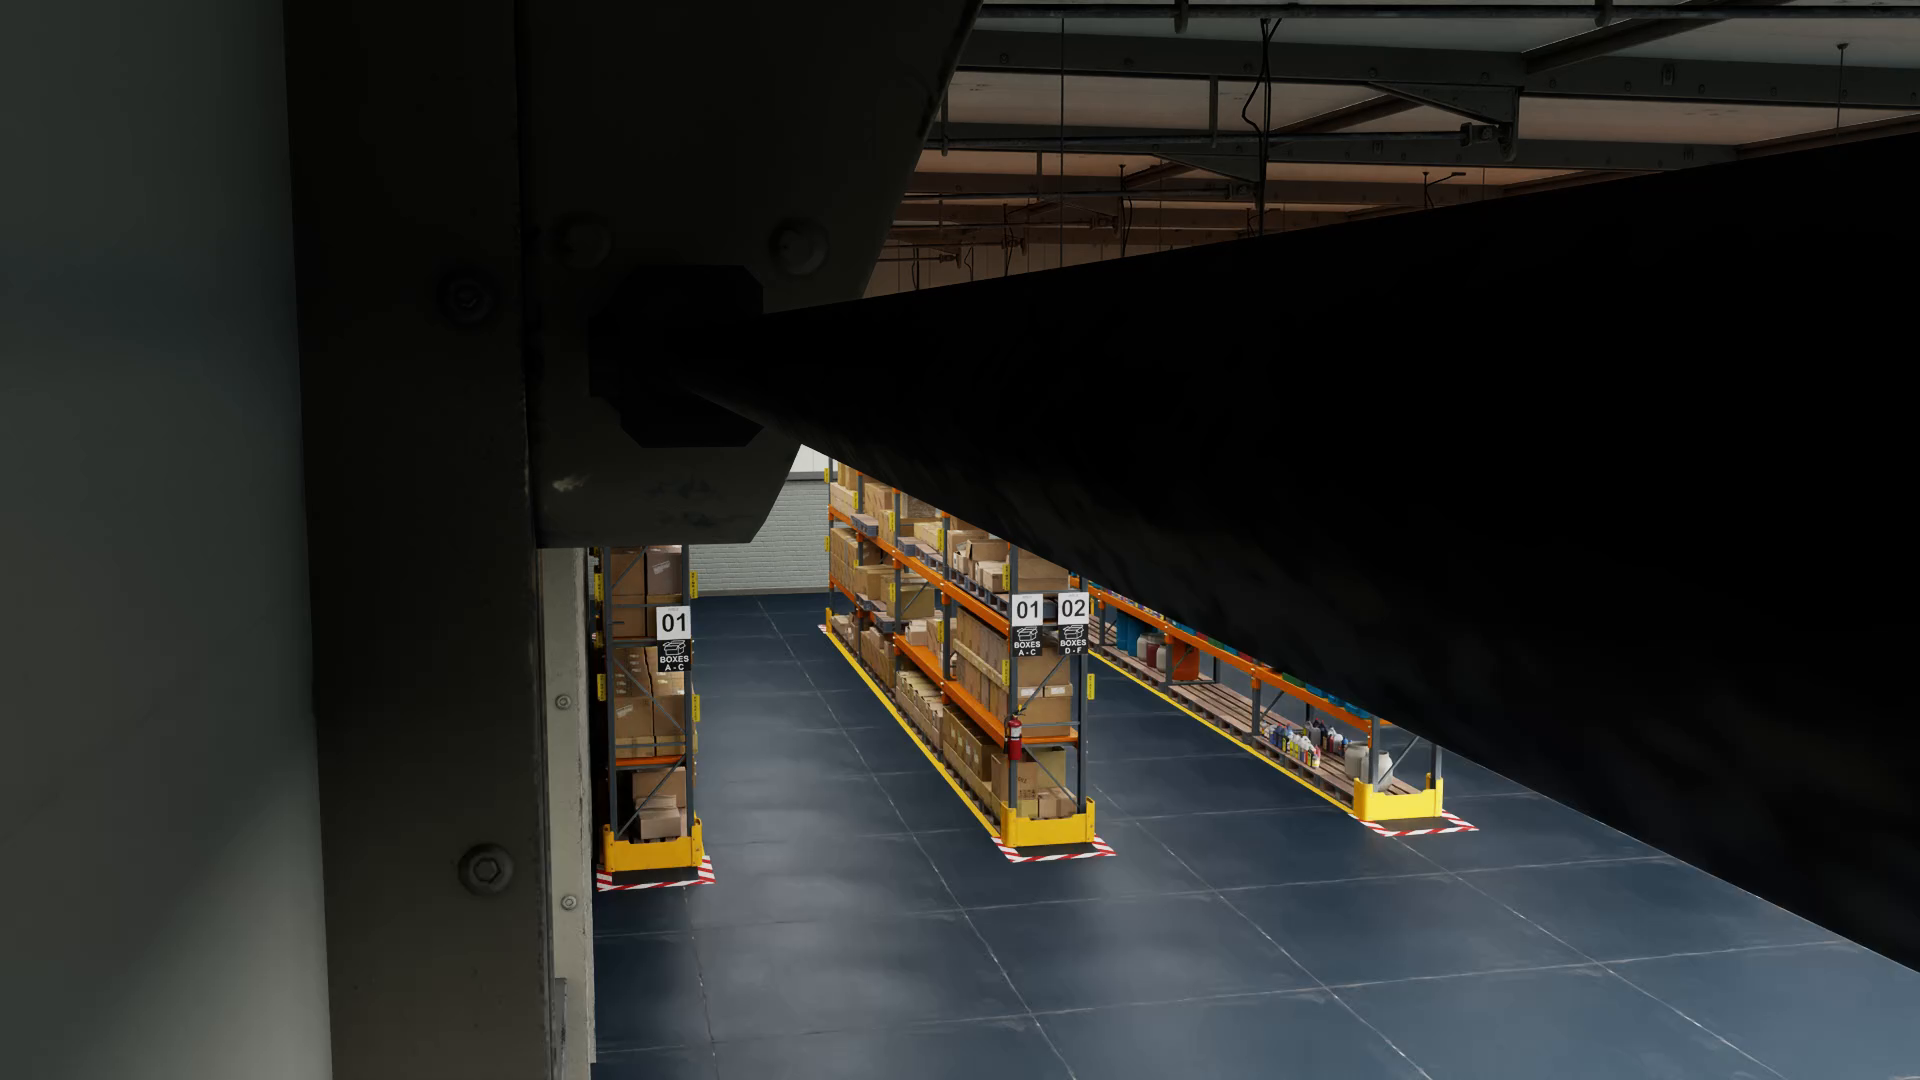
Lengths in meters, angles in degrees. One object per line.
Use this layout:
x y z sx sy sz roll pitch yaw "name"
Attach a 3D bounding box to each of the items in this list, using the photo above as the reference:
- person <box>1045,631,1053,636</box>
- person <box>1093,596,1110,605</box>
1.686 1.473 33.303 0.672 1.644 0.974 2 7 13 "person"
3.444 0.715 39.809 0.652 1.637 0.846 -2 7 -17 "person"
